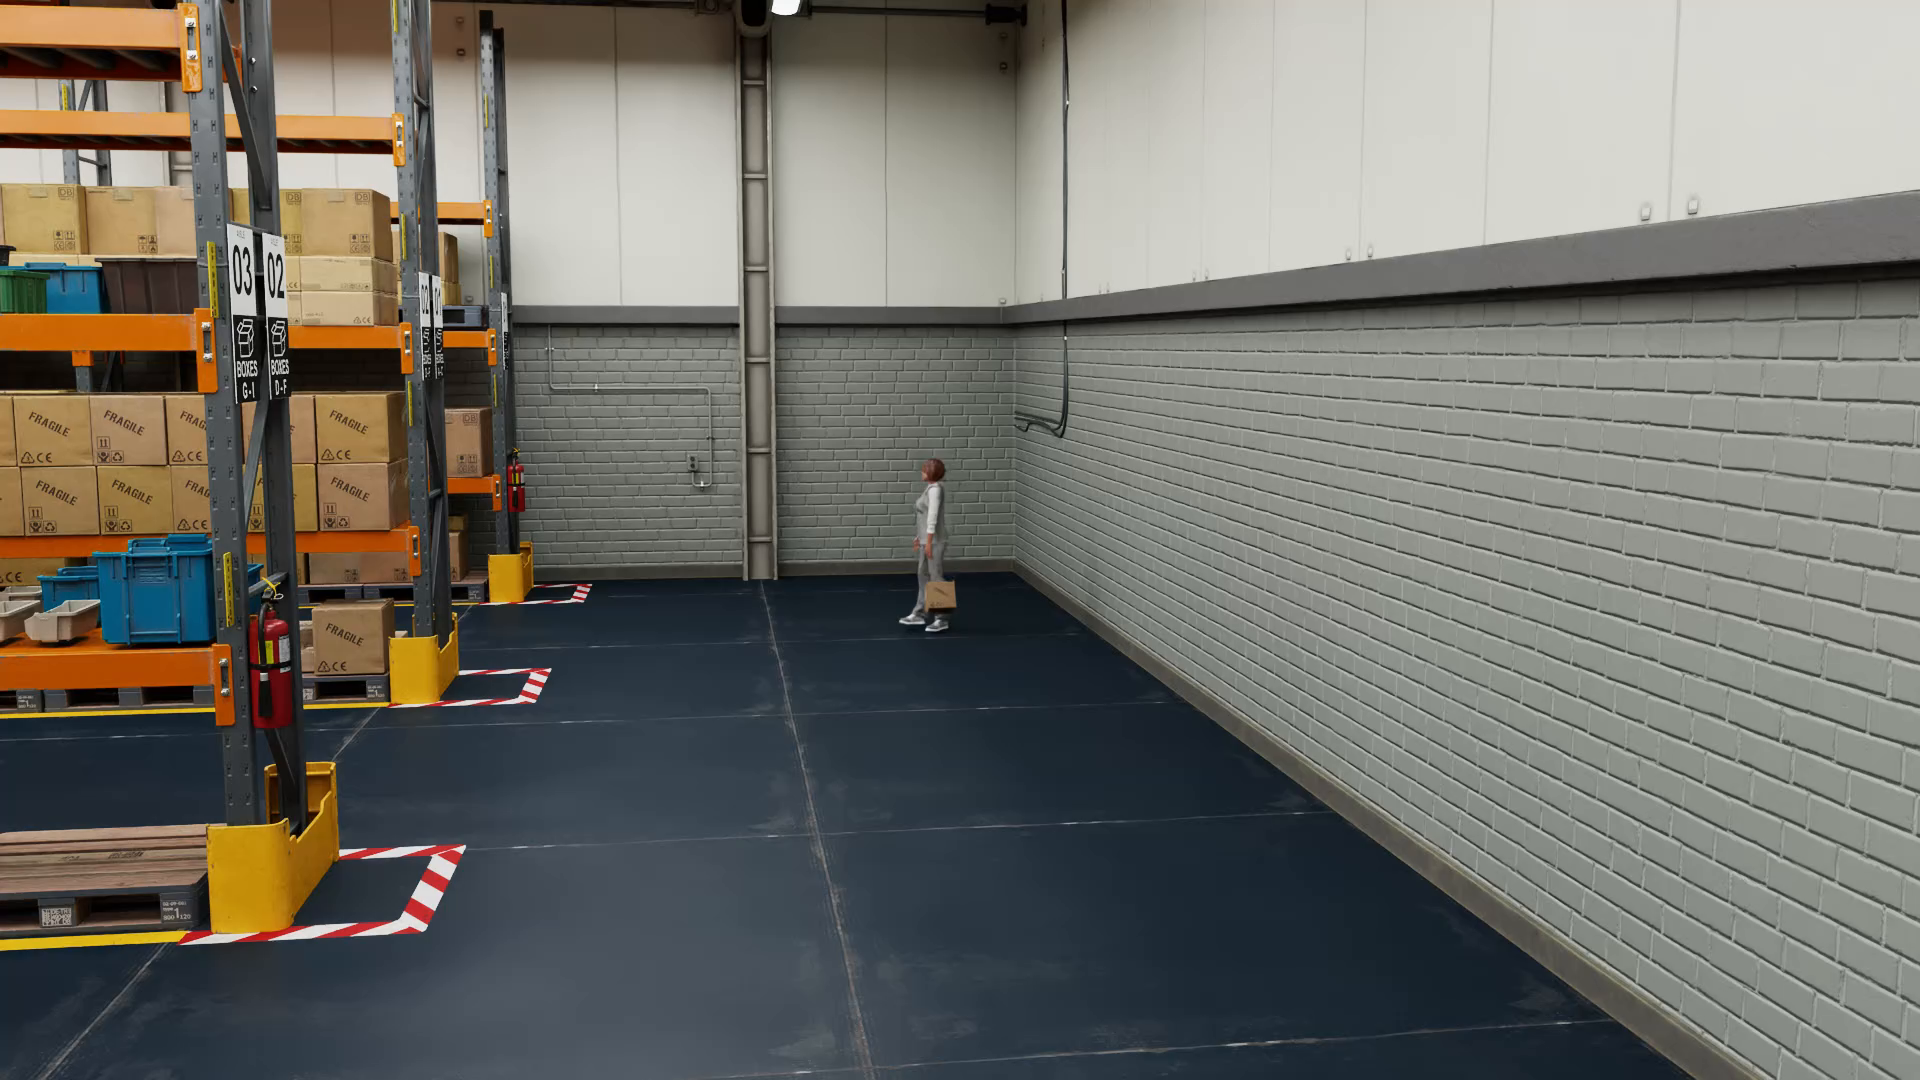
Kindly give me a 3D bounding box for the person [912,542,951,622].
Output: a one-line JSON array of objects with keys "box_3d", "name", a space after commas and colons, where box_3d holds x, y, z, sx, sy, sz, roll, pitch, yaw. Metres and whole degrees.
[{"box_3d": [-0.267, 0.335, 15.572, 0.351, 0.858, 0.354, -1, 7, -6], "name": "person"}]
